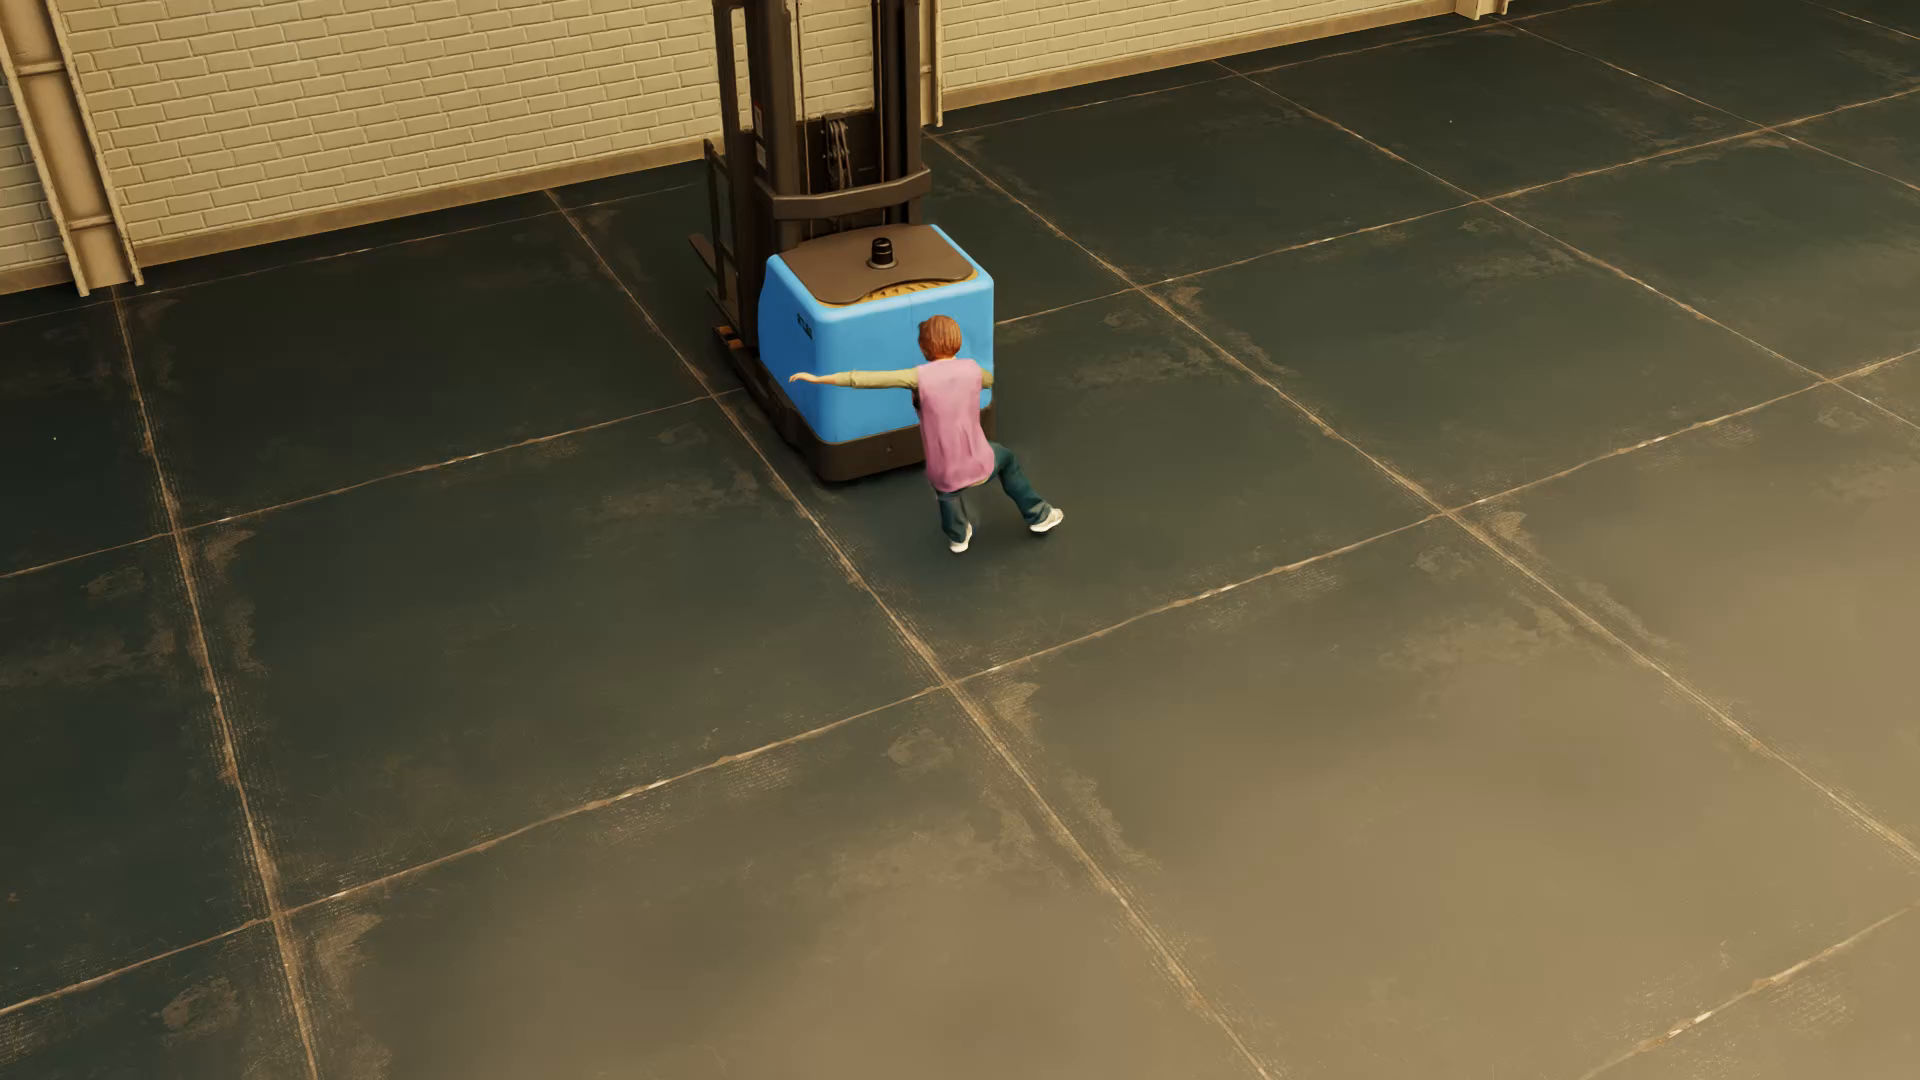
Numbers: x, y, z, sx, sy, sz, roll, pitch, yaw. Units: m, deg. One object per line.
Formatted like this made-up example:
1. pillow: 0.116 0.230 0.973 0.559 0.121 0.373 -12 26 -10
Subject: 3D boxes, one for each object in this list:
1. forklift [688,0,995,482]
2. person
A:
1. forklift: -0.882 -2.352 9.451 1.130 2.935 3.031 -15 38 -20
2. person: -0.110 -0.505 8.245 1.413 1.321 0.733 -11 37 -15
